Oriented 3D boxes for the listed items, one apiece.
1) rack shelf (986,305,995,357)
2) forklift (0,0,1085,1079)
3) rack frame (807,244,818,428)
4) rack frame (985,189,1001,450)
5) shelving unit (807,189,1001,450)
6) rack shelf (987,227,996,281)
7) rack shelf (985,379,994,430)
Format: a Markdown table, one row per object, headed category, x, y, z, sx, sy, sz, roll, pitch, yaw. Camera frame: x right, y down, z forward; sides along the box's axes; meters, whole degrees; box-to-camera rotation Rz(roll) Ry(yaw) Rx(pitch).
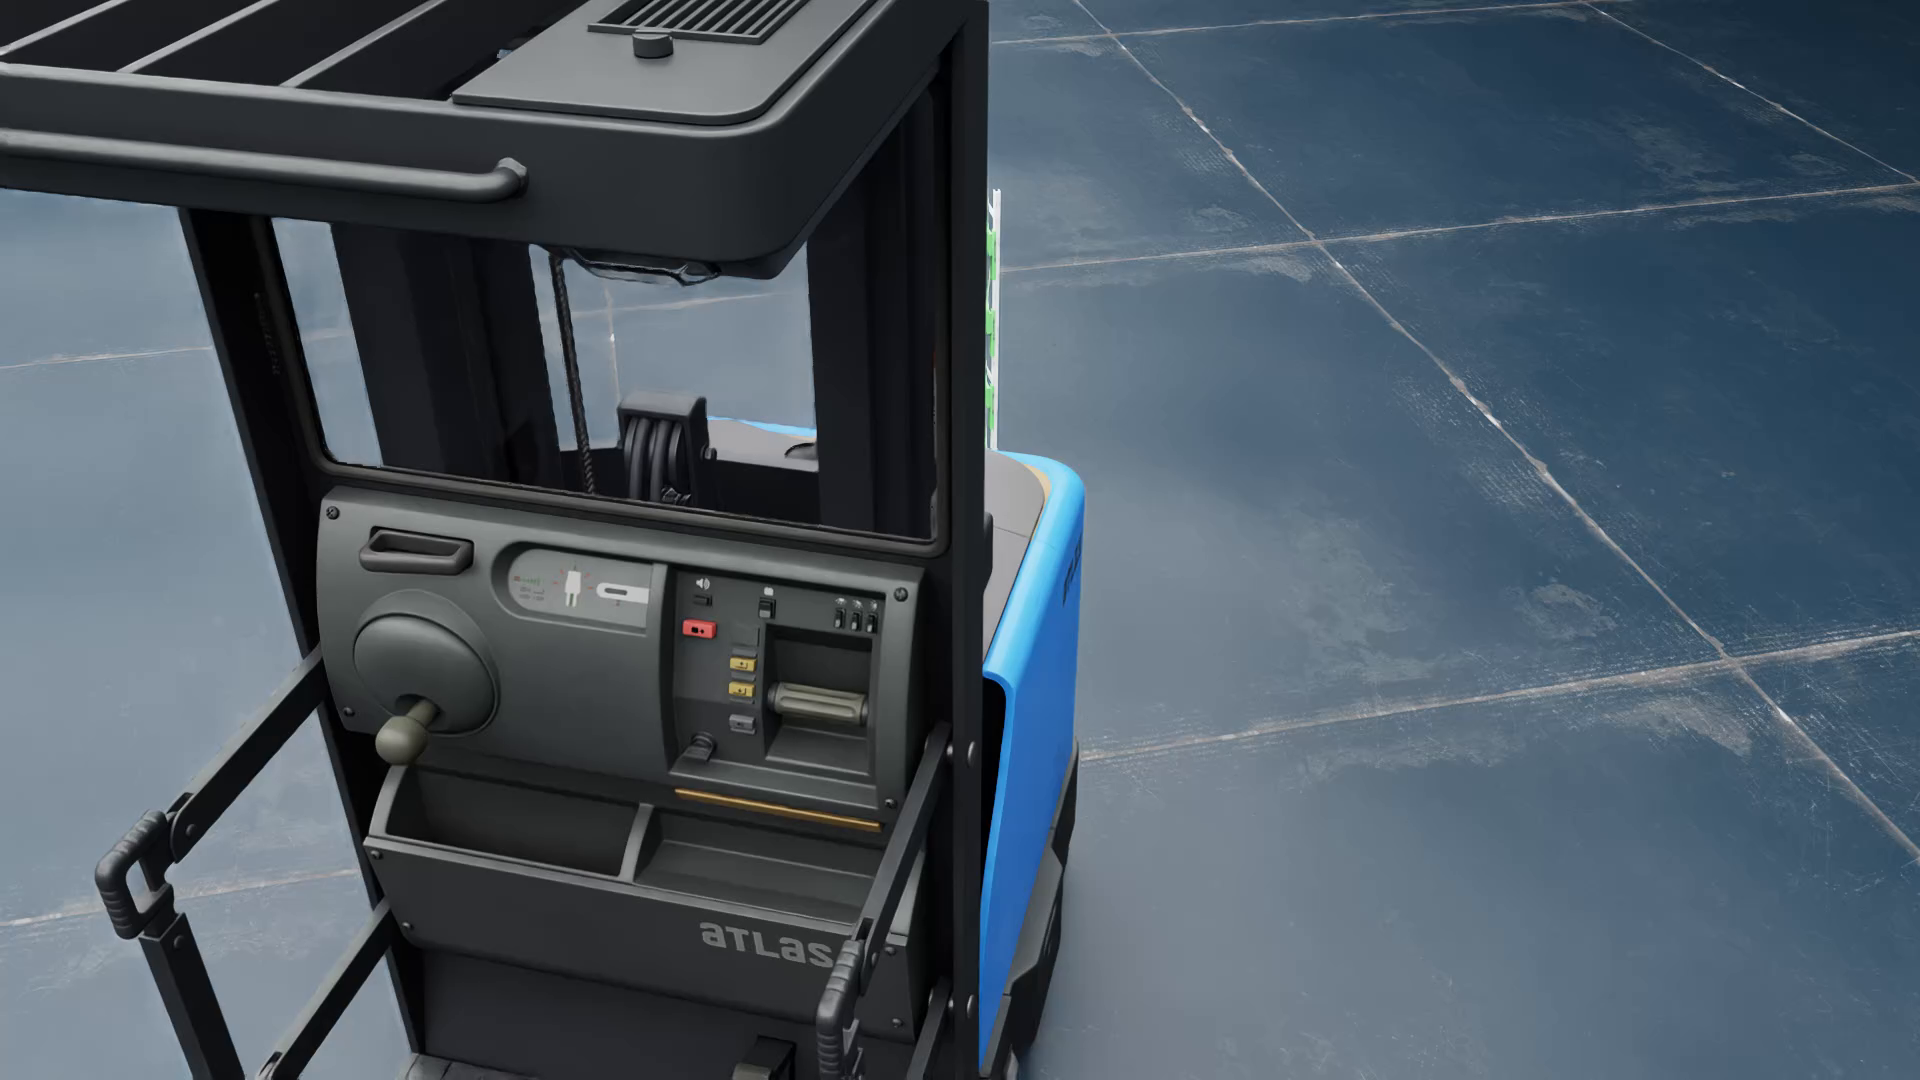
| category | x | y | z | sx | sy | sz | roll | pitch | yaw |
| --- | --- | --- | --- | --- | --- | --- | --- | --- | --- |
| rack shelf | -0.161 | -0.624 | 4.787 | 0.480 | 0.148 | 0.258 | -7 | 35 | -11 |
| forklift | -0.565 | 0.234 | 2.271 | 1.130 | 2.935 | 3.031 | 8 | 35 | 11 |
| rack frame | -0.399 | -0.448 | 4.841 | 0.015 | 1.200 | 0.240 | -7 | 35 | -11 |
| rack frame | 0.077 | -0.508 | 4.930 | 0.015 | 1.200 | 0.240 | -7 | 35 | -11 |
| shelving unit | -0.161 | -0.478 | 4.885 | 0.503 | 1.200 | 0.258 | -7 | 35 | -11 |
| rack shelf | -0.161 | -0.823 | 4.653 | 0.480 | 0.148 | 0.258 | -7 | 35 | -11 |
| rack shelf | -0.161 | -0.425 | 4.921 | 0.480 | 0.148 | 0.258 | -7 | 35 | -11 |
